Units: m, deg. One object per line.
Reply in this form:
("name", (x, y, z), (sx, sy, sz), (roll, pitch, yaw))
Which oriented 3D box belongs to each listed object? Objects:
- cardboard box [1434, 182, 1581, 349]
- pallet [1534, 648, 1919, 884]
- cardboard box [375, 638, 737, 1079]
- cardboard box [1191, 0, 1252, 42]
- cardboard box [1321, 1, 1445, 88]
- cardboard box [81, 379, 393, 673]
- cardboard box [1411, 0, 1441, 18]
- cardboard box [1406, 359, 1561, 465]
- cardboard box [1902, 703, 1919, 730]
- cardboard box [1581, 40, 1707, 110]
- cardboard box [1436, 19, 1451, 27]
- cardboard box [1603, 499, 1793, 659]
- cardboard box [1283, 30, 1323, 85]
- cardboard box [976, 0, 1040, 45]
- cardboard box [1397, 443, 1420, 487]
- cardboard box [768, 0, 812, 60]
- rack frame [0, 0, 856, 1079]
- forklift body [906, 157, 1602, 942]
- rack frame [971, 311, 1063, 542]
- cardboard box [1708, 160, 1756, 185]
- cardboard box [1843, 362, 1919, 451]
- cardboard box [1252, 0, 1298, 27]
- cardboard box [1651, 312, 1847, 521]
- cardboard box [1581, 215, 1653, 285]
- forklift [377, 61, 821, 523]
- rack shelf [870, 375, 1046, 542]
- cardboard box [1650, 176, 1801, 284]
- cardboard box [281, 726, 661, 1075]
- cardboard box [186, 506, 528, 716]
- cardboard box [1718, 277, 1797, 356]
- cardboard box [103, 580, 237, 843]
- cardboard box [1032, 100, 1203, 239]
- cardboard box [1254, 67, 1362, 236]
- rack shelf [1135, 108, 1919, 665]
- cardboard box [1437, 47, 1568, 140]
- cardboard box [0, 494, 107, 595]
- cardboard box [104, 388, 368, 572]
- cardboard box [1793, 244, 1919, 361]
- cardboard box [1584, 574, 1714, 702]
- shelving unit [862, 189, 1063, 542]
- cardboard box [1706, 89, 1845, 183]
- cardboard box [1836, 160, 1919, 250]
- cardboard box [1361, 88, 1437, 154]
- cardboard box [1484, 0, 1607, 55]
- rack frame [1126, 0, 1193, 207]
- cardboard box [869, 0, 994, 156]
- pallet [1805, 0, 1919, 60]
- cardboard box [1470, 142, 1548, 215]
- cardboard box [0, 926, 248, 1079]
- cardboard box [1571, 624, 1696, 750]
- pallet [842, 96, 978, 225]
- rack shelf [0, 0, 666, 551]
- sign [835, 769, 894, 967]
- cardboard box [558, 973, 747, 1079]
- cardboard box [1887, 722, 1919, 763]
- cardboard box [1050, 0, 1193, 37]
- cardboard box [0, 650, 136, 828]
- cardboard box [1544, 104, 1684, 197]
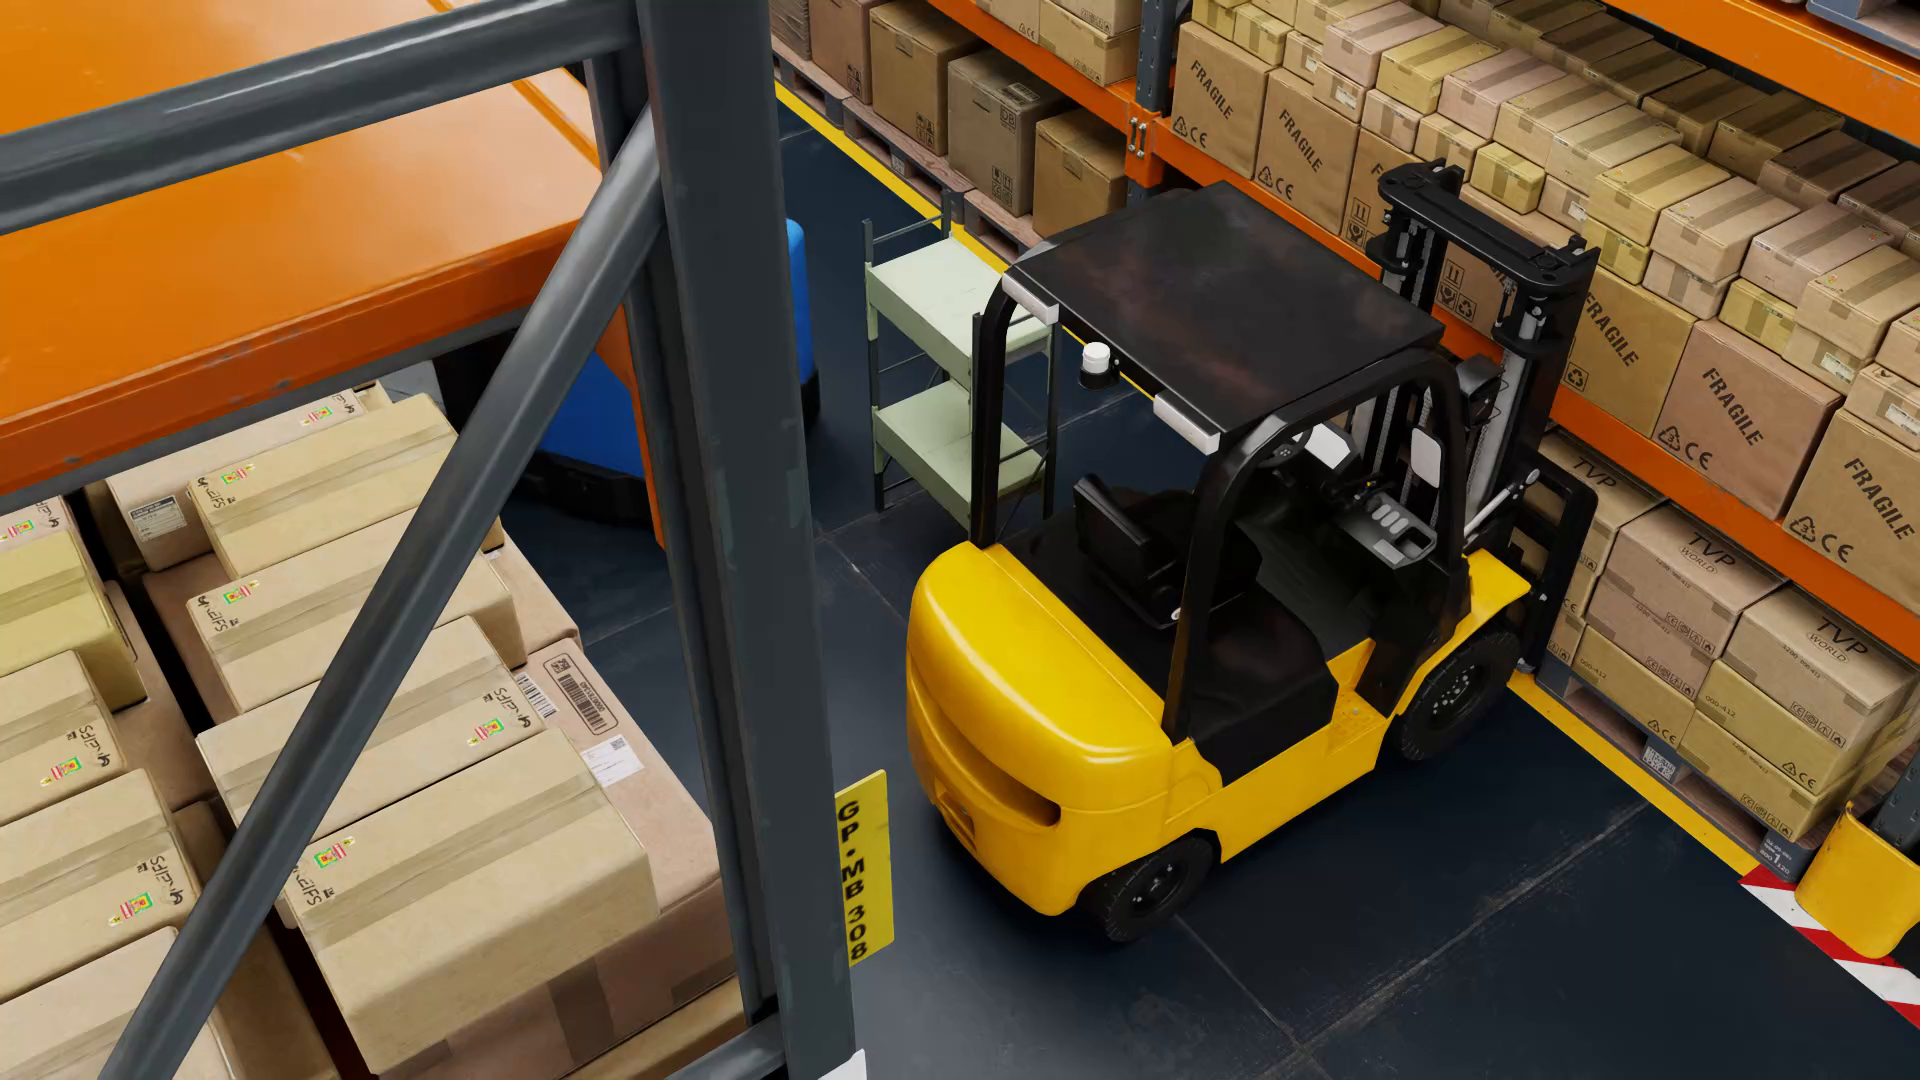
("cardboard box", (2.127, -1.045, 6.091), (0.500, 0.500, 0.500), (-25, 49, -24))
("pallet", (3.031, 0.626, 6.432), (1.003, 0.211, 1.213), (-26, 49, -24))
("cardboard box", (-0.635, 0.469, 2.298), (0.500, 0.250, 0.500), (-27, 50, -25))
("cardboard box", (1.181, -2.217, 6.849), (0.380, 0.149, 0.250), (-26, 50, -25))
("cardboard box", (1.594, -1.872, 6.272), (0.380, 0.149, 0.250), (-25, 49, -24))
("cardboard box", (-1.231, -0.103, 2.897), (0.500, 0.250, 0.500), (-24, 49, -23))
("cardboard box", (1.917, -2.245, 6.663), (0.380, 0.149, 0.250), (-26, 50, -25))
("cardboard box", (2.106, -0.481, 6.535), (0.500, 0.250, 0.500), (-27, 50, -25))
("cardboard box", (3.404, 0.348, 6.029), (0.500, 0.250, 0.500), (-25, 49, -24))
("cardboard box", (2.471, -1.654, 6.044), (0.380, 0.149, 0.250), (-24, 49, -23))
("cardboard box", (2.105, -2.008, 6.630), (0.380, 0.149, 0.250), (-25, 49, -24))
("cardboard box", (2.687, 0.091, 5.936), (0.500, 0.250, 0.500), (-25, 49, -24))
("cardboard box", (1.503, -1.935, 6.553), (0.380, 0.149, 0.250), (-26, 49, -25))
("cardboard box", (0.420, -2.641, 7.944), (0.500, 0.250, 0.500), (-26, 49, -25))
("cardboard box", (2.094, -0.313, 6.722), (0.500, 0.250, 0.500), (-26, 49, -25))
("cardboard box", (-0.728, -3.431, 10.078), (0.875, 0.625, 0.625), (-24, 49, -23))
("rack frame", (-0.566, -0.173, 0.905), (1.000, 3.000, 0.127), (-26, 49, -24))
("forklift body", (0.922, -0.012, 5.696), (2.313, 2.155, 1.214), (-26, 49, -24))
("rack frame", (0.213, -0.331, 6.502), (0.400, 1.500, 0.023), (-26, 49, -24))
("cardboard box", (2.844, -1.287, 5.875), (0.380, 0.149, 0.250), (-24, 49, -23))
("cardboard box", (2.904, -0.455, 5.003), (0.380, 0.149, 0.250), (-25, 49, -24))
("cardboard box", (1.392, -2.206, 6.622), (0.380, 0.149, 0.250), (-25, 49, -24))
("cardboard box", (2.717, -0.474, 5.493), (0.500, 0.500, 0.500), (-24, 49, -23))
("cardboard box", (2.321, -1.039, 5.615), (0.380, 0.149, 0.250), (-25, 49, -24))
("forklift", (-2.222, -1.718, 6.918), (3.031, 2.935, 1.130), (15, 46, 16))
("rack shelf", (0.004, -0.303, 6.944), (0.431, 0.370, 0.720), (-26, 49, -24))
("cardboard box", (2.465, -1.003, 5.361), (0.380, 0.149, 0.250), (-25, 49, -23))
("cardboard box", (-0.602, 0.433, 2.047), (0.380, 0.149, 0.250), (-26, 49, -25))
("cardboard box", (-0.852, 0.131, 2.364), (0.380, 0.149, 0.250), (-26, 49, -24))
("cardboard box", (2.674, -0.771, 5.334), (0.380, 0.149, 0.250), (-26, 49, -25))
("cardboard box", (-1.356, 0.385, 2.386), (0.500, 0.250, 0.500), (-26, 50, -25))
("cardboard box", (0.907, -1.815, 8.386), (0.875, 0.625, 0.625), (-24, 48, -23))
("cardboard box", (1.566, -1.624, 6.698), (0.500, 0.500, 0.500), (-25, 49, -24))
("rack shelf", (2.359, -0.838, 6.468), (1.077, 0.370, 4.000), (-26, 49, -24))
("cardboard box", (1.956, -1.613, 6.001), (0.380, 0.149, 0.250), (-26, 49, -25))
("cardboard box", (-1.516, 0.036, 2.463), (0.380, 0.149, 0.250), (-26, 49, -24))
("cardboard box", (-1.154, -0.143, 2.651), (0.380, 0.149, 0.250), (-26, 49, -25))
("cardboard box", (2.787, -0.728, 5.074), (0.380, 0.149, 0.250), (-25, 49, -24))
("cardboard box", (2.690, 0.256, 6.126), (0.500, 0.250, 0.500), (-26, 50, -25))
("shelving unit", (0.004, -0.539, 6.719), (0.431, 1.500, 0.755), (-26, 49, -24))
("cardboard box", (2.831, -1.397, 5.775), (0.380, 0.149, 0.250), (-27, 50, -25))
("cardboard box", (3.072, -1.070, 5.432), (0.380, 0.149, 0.250), (-25, 49, -24))
("cardboard box", (1.732, -1.617, 6.220), (0.380, 0.149, 0.250), (-26, 50, -25))
("cardboard box", (2.244, -1.973, 6.378), (0.380, 0.149, 0.250), (-26, 50, -25))
("rack frame", (1.215, -2.231, 7.406), (1.000, 3.000, 0.127), (-26, 49, -24))
("cardboard box", (0.038, -2.683, 9.294), (0.875, 0.625, 0.625), (-28, 50, -26))
("pallet", (3.120, -1.429, 4.458), (1.003, 0.211, 1.213), (-26, 49, -24))
("cardboard box", (2.050, -1.334, 5.924), (0.380, 0.149, 0.250), (-27, 50, -25))
("cardboard box", (-1.002, 0.640, 1.831), (0.380, 0.149, 0.250), (-25, 49, -24))
("cardboard box", (2.698, 0.450, 6.284), (0.500, 0.250, 0.500), (-26, 49, -24))
("pallet", (0.059, -2.316, 9.514), (1.003, 0.211, 1.213), (-26, 49, -24))
("rack shelf", (-1.710, -1.044, 2.341), (1.077, 0.370, 4.000), (-26, 49, -24))
("sign", (-0.121, 0.382, 1.863), (0.100, 0.325, 0.005), (-26, 49, -24))
("cardboard box", (-0.489, 0.687, 2.359), (0.380, 0.149, 0.250), (-26, 49, -24))
("cardboard box", (3.382, 0.522, 6.209), (0.500, 0.250, 0.500), (-26, 49, -24))
("cardboard box", (0.724, -2.535, 7.470), (0.500, 0.250, 0.500), (-27, 50, -25))
("cardboard box", (-1.279, 0.341, 2.143), (0.380, 0.149, 0.250), (-26, 50, -25))
("cardboard box", (2.243, -1.330, 5.704), (0.380, 0.149, 0.250), (-25, 49, -24))
